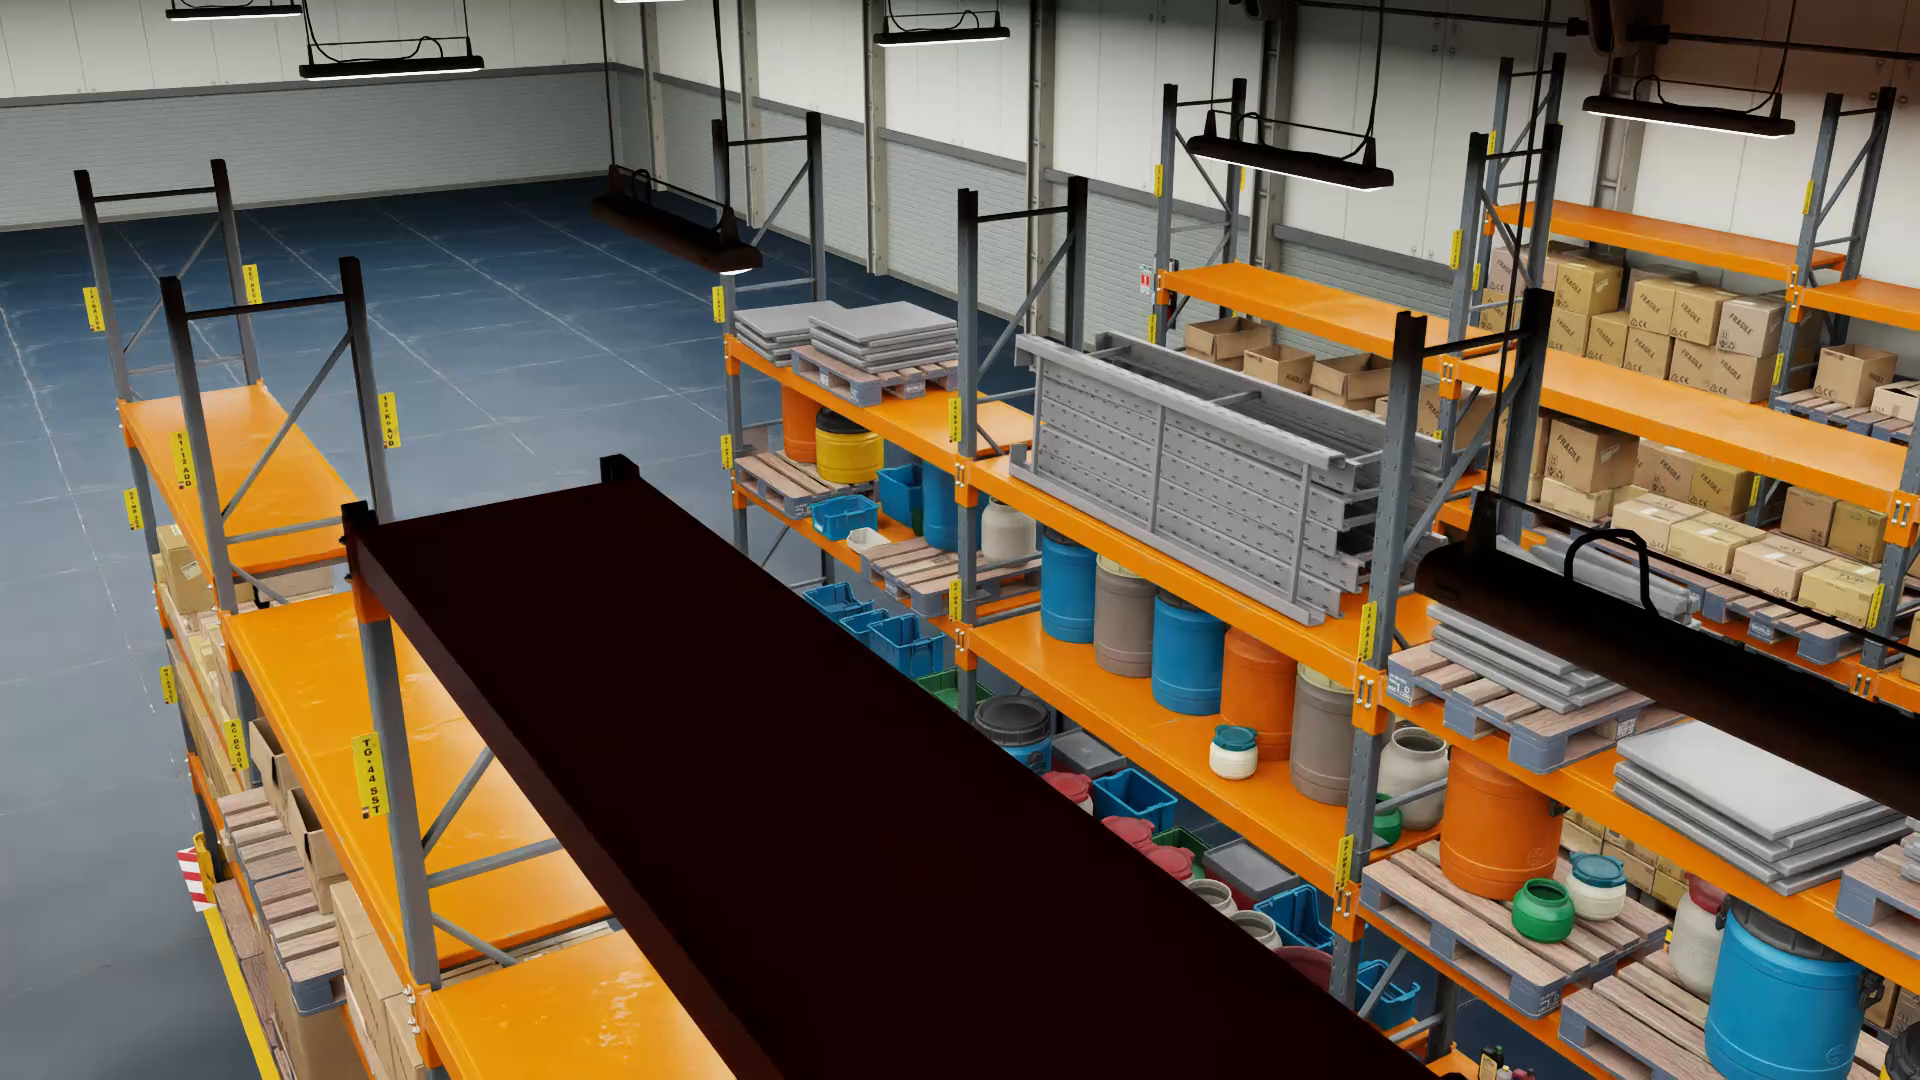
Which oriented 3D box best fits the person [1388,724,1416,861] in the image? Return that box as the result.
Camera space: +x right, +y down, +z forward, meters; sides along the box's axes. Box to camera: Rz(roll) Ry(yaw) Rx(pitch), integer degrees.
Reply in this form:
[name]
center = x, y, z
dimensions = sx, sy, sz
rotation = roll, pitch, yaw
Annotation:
[person]
center = 3.608, 2.286, 13.576
dimensions = 0.566, 1.585, 0.698
rotation = -8, 23, -19
